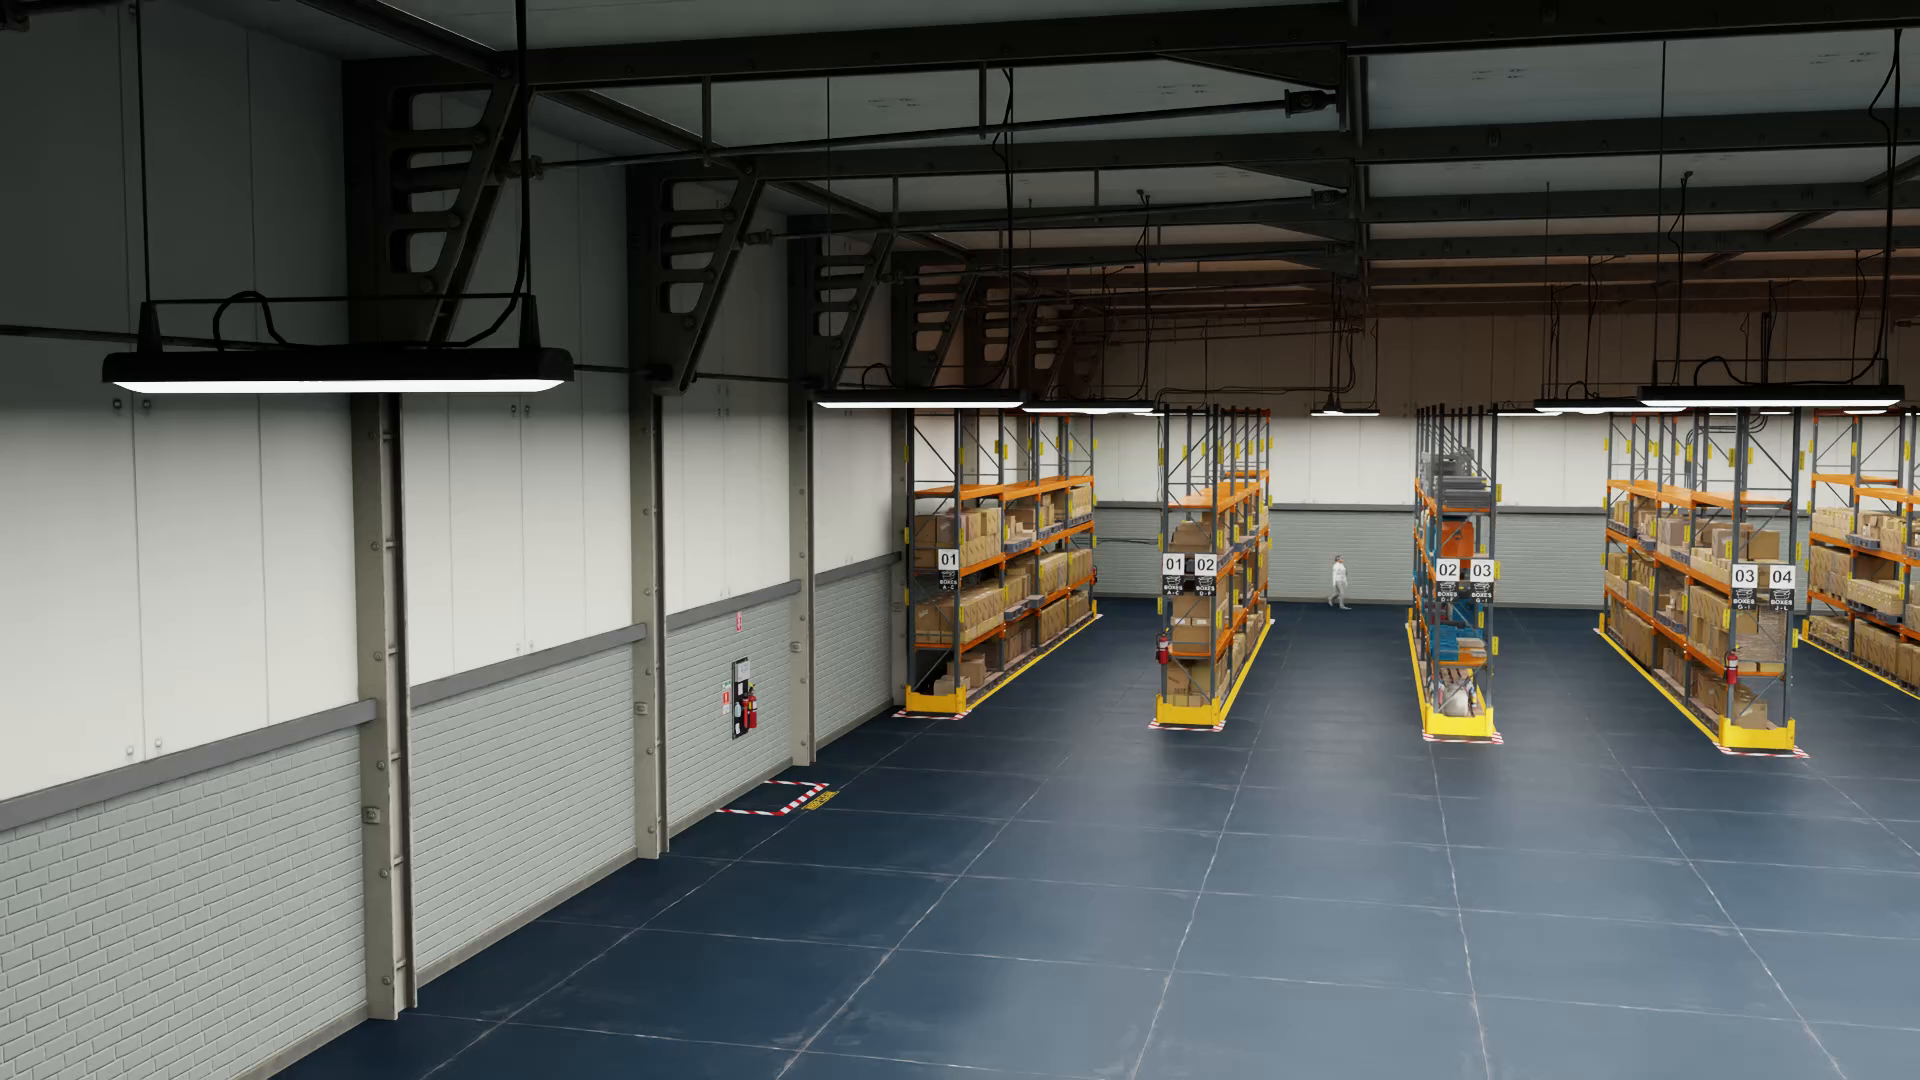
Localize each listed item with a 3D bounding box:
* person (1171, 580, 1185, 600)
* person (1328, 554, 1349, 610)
[{"bbox_3d":[6.696,1.136,51.036,0.531,1.704,0.710,-3,5,-35],"label":"person"},{"bbox_3d":[11.393,1.240,50.076,0.511,1.666,0.750,-4,6,-44],"label":"person"}]
